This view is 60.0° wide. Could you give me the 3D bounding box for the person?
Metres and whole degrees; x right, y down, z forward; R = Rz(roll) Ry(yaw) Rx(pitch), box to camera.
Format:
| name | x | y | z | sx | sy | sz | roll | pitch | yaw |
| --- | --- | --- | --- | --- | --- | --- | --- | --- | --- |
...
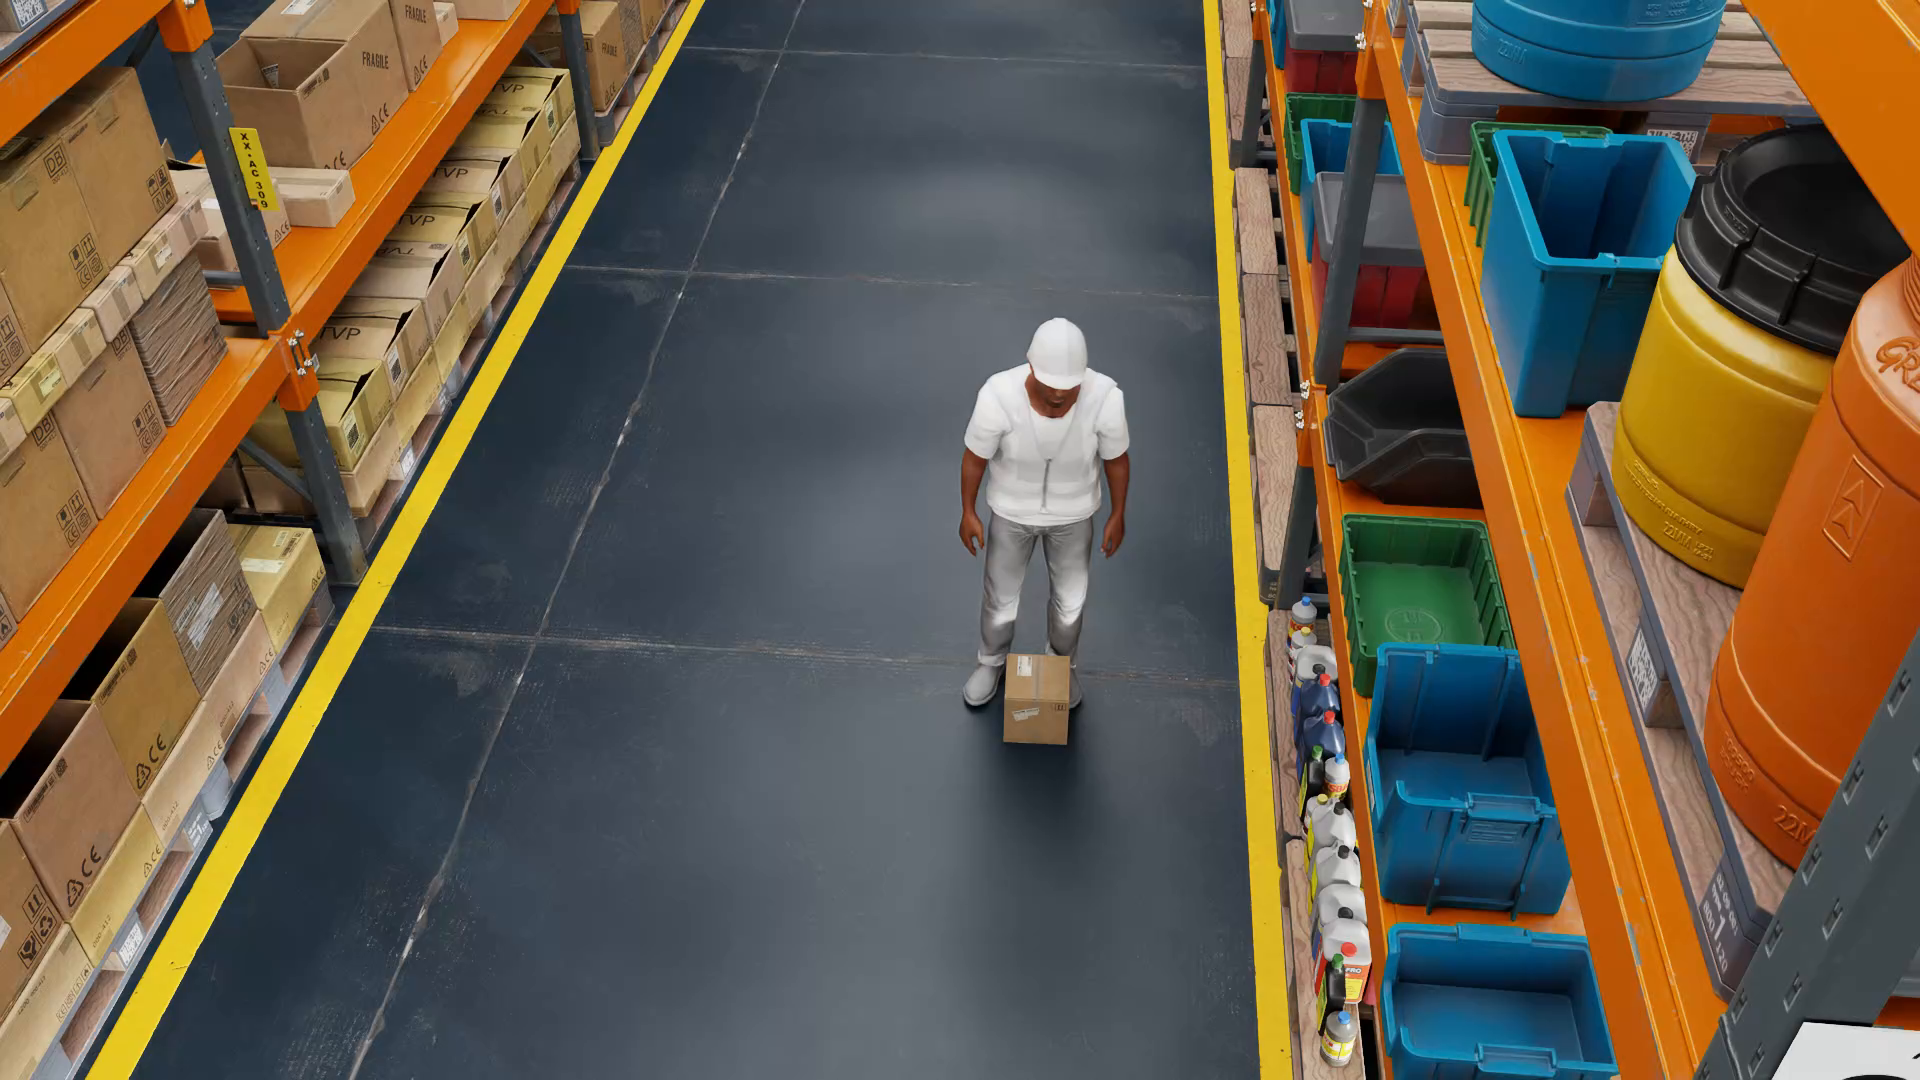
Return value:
| name | x | y | z | sx | sy | sz | roll | pitch | yaw |
| --- | --- | --- | --- | --- | --- | --- | --- | --- | --- |
| person | 0.314 | -0.095 | 6.257 | 0.633 | 1.759 | 0.462 | 1 | 40 | 1 |
